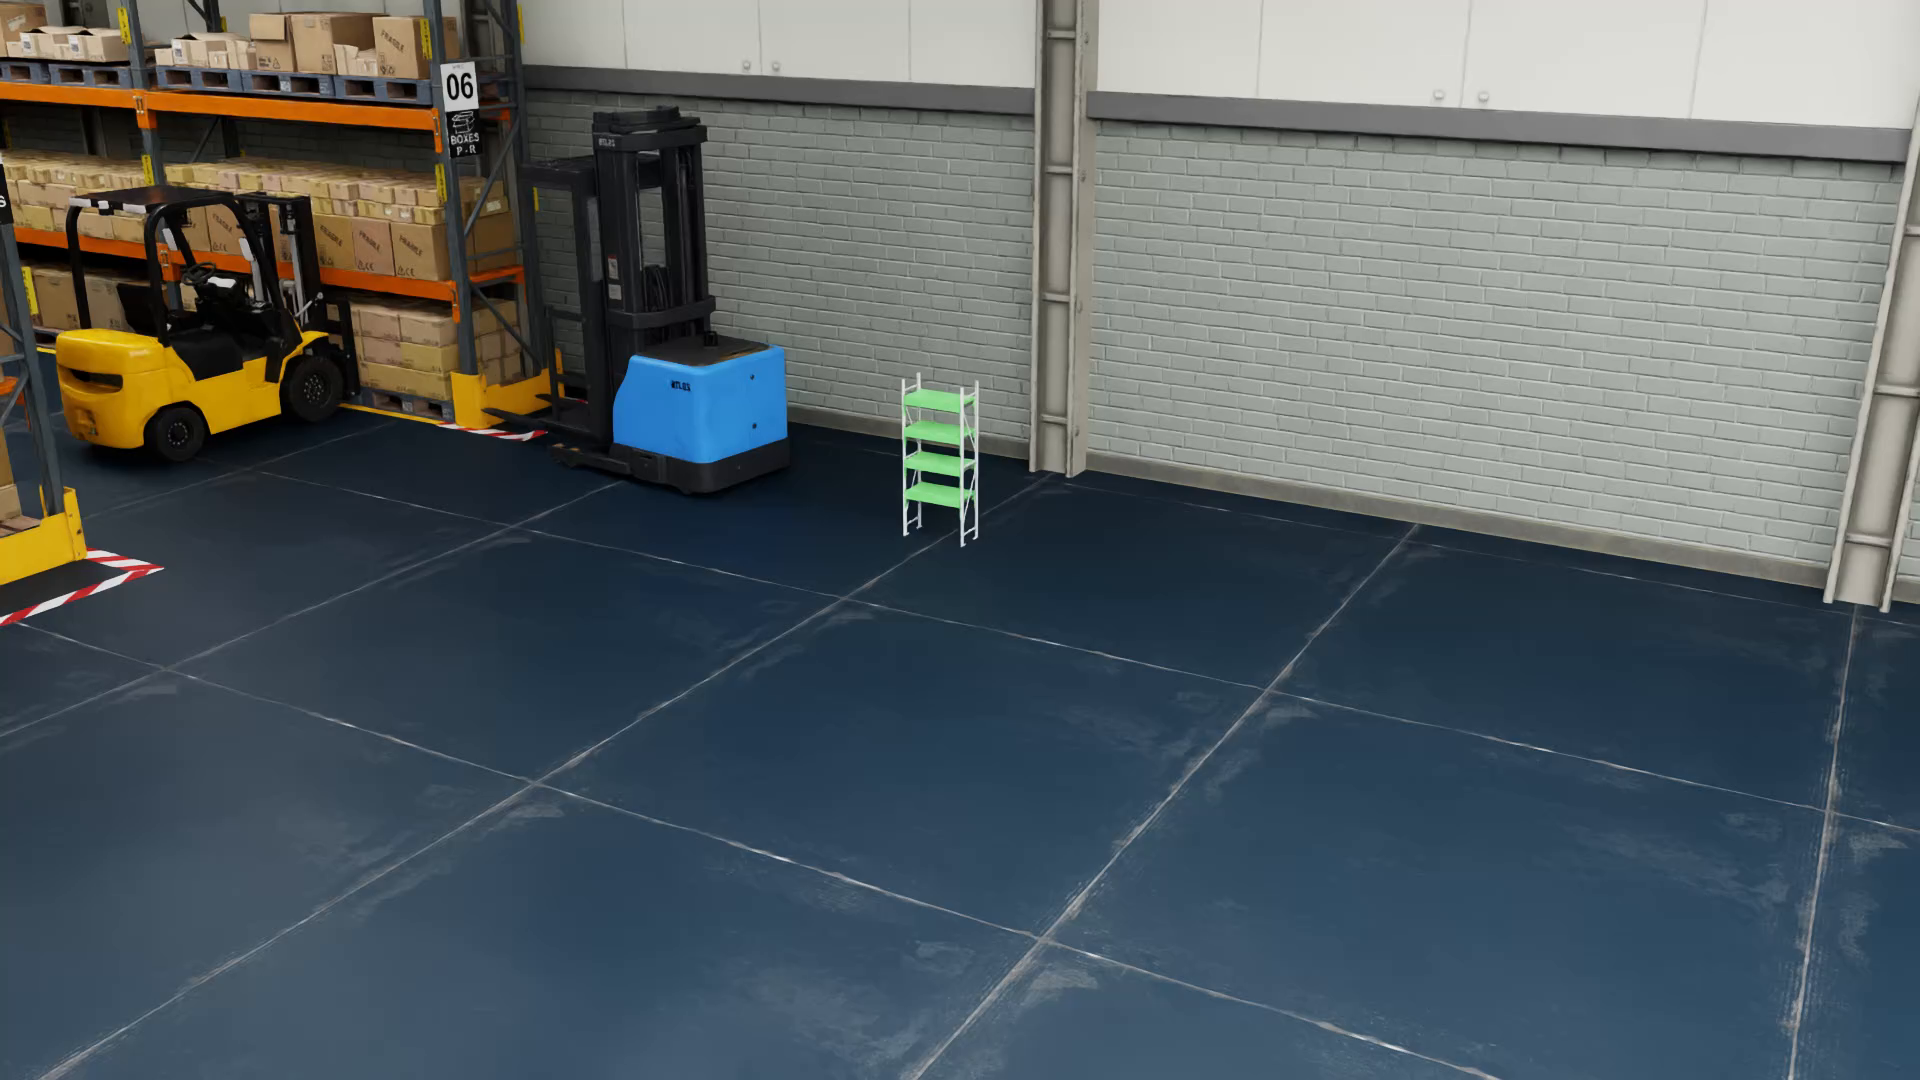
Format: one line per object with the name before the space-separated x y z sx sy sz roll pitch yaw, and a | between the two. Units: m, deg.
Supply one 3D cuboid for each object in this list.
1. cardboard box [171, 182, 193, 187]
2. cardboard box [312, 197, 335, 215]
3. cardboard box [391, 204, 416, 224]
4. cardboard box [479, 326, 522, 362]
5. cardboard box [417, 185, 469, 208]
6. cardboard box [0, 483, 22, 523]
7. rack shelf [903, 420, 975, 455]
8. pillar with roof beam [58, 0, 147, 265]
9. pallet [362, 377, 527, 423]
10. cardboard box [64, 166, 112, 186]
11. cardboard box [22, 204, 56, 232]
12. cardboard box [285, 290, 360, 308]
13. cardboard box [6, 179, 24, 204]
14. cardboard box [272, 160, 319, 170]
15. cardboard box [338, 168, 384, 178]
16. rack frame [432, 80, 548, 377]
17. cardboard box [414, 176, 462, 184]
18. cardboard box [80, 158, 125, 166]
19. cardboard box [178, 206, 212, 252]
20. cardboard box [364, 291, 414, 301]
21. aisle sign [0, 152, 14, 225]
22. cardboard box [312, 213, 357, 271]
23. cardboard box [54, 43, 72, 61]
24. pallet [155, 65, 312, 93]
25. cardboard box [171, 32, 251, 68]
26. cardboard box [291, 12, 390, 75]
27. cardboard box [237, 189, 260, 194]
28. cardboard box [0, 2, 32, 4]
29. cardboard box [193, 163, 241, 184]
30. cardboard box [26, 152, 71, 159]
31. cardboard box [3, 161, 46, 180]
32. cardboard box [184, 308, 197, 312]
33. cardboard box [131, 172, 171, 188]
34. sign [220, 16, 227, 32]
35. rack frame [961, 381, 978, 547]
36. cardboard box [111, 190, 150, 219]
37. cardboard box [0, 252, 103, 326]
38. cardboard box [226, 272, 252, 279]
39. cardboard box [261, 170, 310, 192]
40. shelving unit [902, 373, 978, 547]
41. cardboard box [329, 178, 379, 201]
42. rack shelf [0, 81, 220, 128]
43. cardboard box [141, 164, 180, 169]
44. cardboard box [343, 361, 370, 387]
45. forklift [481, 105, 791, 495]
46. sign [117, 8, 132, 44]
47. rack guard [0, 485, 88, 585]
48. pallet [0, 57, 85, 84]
cardboard box | -7.587 -3.502 16.522 0.250 0.149 0.380 10 22 26
cardboard box | -5.816 -3.148 15.548 0.250 0.149 0.380 11 23 28
cardboard box | -4.922 -2.976 15.072 0.250 0.149 0.380 11 23 28
cardboard box | -4.554 -1.896 15.876 0.500 0.250 0.500 11 23 28
cardboard box | -4.660 -3.105 14.991 0.250 0.149 0.380 11 23 27
cardboard box | -7.231 -0.259 12.097 0.500 0.250 0.500 11 22 27
rack shelf | -0.145 -0.757 12.176 0.480 0.148 0.258 11 23 27
pillar with roof beam | -11.751 -5.537 14.432 0.400 9.000 9.100 11 23 27
pallet | -4.933 -1.420 15.970 1.213 0.211 1.003 11 23 27
cardboard box | -9.058 -3.784 17.301 0.250 0.149 0.380 10 22 26
cardboard box | -9.619 -3.474 17.763 0.500 0.250 0.500 12 23 29
cardboard box | -6.131 -2.225 16.051 0.500 0.250 0.500 10 22 26
cardboard box | -10.076 -3.788 17.897 0.500 0.250 0.500 10 22 26
cardboard box | -6.625 -3.693 16.612 0.250 0.149 0.380 10 22 26
cardboard box | -5.770 -3.493 16.062 0.250 0.149 0.380 11 23 28
rack frame | -4.245 -2.616 15.178 0.127 3.000 1.000 11 23 27
cardboard box | -4.883 -3.321 15.586 0.250 0.149 0.380 11 23 28
cardboard box | -9.247 -4.023 17.959 0.250 0.149 0.380 11 23 28
cardboard box | -7.477 -3.177 16.577 0.500 0.500 0.500 10 22 26
cardboard box | -5.441 -2.296 16.245 0.500 0.250 0.500 11 22 27
aisle sign | -6.457 -2.442 10.885 0.004 0.787 0.394 11 23 27
cardboard box | -5.698 -2.841 15.651 0.500 0.500 0.500 10 22 26
cardboard box | -8.845 -4.910 16.710 0.250 0.149 0.380 11 23 27
pallet | -6.979 -4.516 16.146 1.213 0.211 1.003 11 23 27
cardboard box | -7.129 -4.683 15.846 0.500 0.311 0.500 11 23 28
cardboard box | -5.595 -4.519 15.115 0.500 0.500 0.700 11 23 28
cardboard box | -6.711 -3.317 16.013 0.250 0.149 0.380 11 22 27
cardboard box | -10.226 -5.401 17.547 0.500 0.500 0.700 10 22 26
cardboard box | -7.322 -3.620 16.413 0.250 0.149 0.380 11 23 28
cardboard box | -10.119 -4.213 18.483 0.250 0.149 0.380 10 22 26
cardboard box | -9.962 -3.946 17.747 0.250 0.149 0.380 11 23 28
cardboard box | -7.465 -2.249 16.849 0.500 0.250 0.500 11 23 27
cardboard box | -8.143 -3.624 16.859 0.250 0.149 0.380 12 23 29
sign | -7.467 -5.137 16.855 0.005 0.325 0.100 11 23 27
rack frame | 0.068 -0.551 12.125 0.015 1.200 0.240 11 23 27
cardboard box | -8.290 -3.451 16.968 0.500 0.250 0.500 10 22 26
cardboard box | -10.117 -2.813 18.589 0.625 0.625 0.875 12 23 29
cardboard box | -7.213 -2.632 17.172 0.500 0.250 0.500 11 23 28
cardboard box | -6.440 -3.441 15.918 0.250 0.149 0.380 11 23 27
shelving unit | -0.145 -0.592 12.236 0.503 1.200 0.258 11 23 27
cardboard box | -5.595 -3.246 15.380 0.250 0.149 0.380 11 23 29
rack shelf | -9.483 -4.686 17.540 4.000 0.370 1.077 11 23 27
cardboard box | -8.365 -3.858 17.503 0.250 0.149 0.380 11 23 27
cardboard box | -5.671 -1.676 16.004 0.500 0.250 0.500 11 23 28
forklift | -2.900 -2.123 13.919 3.031 2.935 1.130 14 24 34
sign | -7.993 -4.919 15.909 0.005 0.325 0.100 11 23 27
rack guard | -6.728 0.025 11.564 0.348 0.500 1.175 11 23 27
pallet | -9.615 -4.996 17.618 1.213 0.211 1.003 12 23 30
